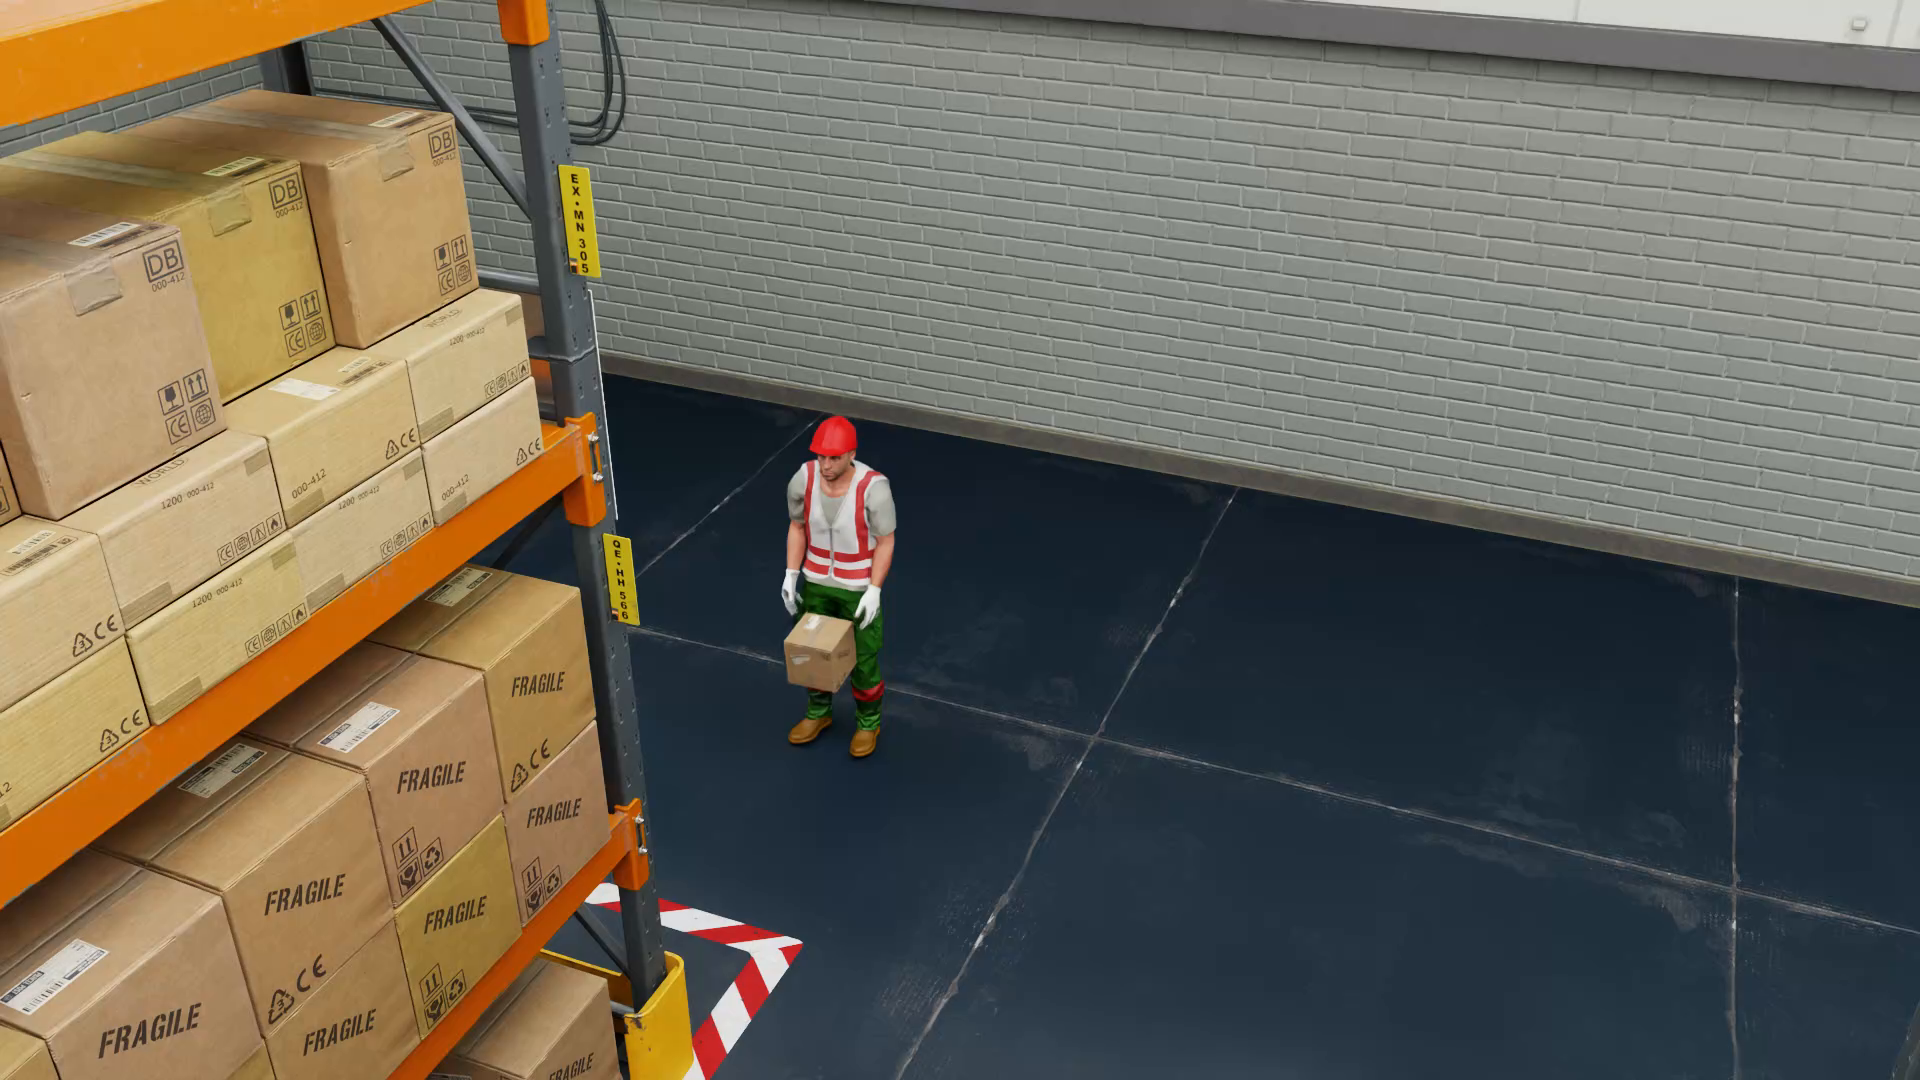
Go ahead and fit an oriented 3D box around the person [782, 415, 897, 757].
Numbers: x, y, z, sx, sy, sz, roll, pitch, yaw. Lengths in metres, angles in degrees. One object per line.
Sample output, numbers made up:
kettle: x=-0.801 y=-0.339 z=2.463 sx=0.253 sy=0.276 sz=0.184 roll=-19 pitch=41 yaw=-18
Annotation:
person: x=-0.571 y=0.213 z=8.000 sx=0.544 sy=1.788 sz=0.414 roll=11 pitch=31 yaw=18
